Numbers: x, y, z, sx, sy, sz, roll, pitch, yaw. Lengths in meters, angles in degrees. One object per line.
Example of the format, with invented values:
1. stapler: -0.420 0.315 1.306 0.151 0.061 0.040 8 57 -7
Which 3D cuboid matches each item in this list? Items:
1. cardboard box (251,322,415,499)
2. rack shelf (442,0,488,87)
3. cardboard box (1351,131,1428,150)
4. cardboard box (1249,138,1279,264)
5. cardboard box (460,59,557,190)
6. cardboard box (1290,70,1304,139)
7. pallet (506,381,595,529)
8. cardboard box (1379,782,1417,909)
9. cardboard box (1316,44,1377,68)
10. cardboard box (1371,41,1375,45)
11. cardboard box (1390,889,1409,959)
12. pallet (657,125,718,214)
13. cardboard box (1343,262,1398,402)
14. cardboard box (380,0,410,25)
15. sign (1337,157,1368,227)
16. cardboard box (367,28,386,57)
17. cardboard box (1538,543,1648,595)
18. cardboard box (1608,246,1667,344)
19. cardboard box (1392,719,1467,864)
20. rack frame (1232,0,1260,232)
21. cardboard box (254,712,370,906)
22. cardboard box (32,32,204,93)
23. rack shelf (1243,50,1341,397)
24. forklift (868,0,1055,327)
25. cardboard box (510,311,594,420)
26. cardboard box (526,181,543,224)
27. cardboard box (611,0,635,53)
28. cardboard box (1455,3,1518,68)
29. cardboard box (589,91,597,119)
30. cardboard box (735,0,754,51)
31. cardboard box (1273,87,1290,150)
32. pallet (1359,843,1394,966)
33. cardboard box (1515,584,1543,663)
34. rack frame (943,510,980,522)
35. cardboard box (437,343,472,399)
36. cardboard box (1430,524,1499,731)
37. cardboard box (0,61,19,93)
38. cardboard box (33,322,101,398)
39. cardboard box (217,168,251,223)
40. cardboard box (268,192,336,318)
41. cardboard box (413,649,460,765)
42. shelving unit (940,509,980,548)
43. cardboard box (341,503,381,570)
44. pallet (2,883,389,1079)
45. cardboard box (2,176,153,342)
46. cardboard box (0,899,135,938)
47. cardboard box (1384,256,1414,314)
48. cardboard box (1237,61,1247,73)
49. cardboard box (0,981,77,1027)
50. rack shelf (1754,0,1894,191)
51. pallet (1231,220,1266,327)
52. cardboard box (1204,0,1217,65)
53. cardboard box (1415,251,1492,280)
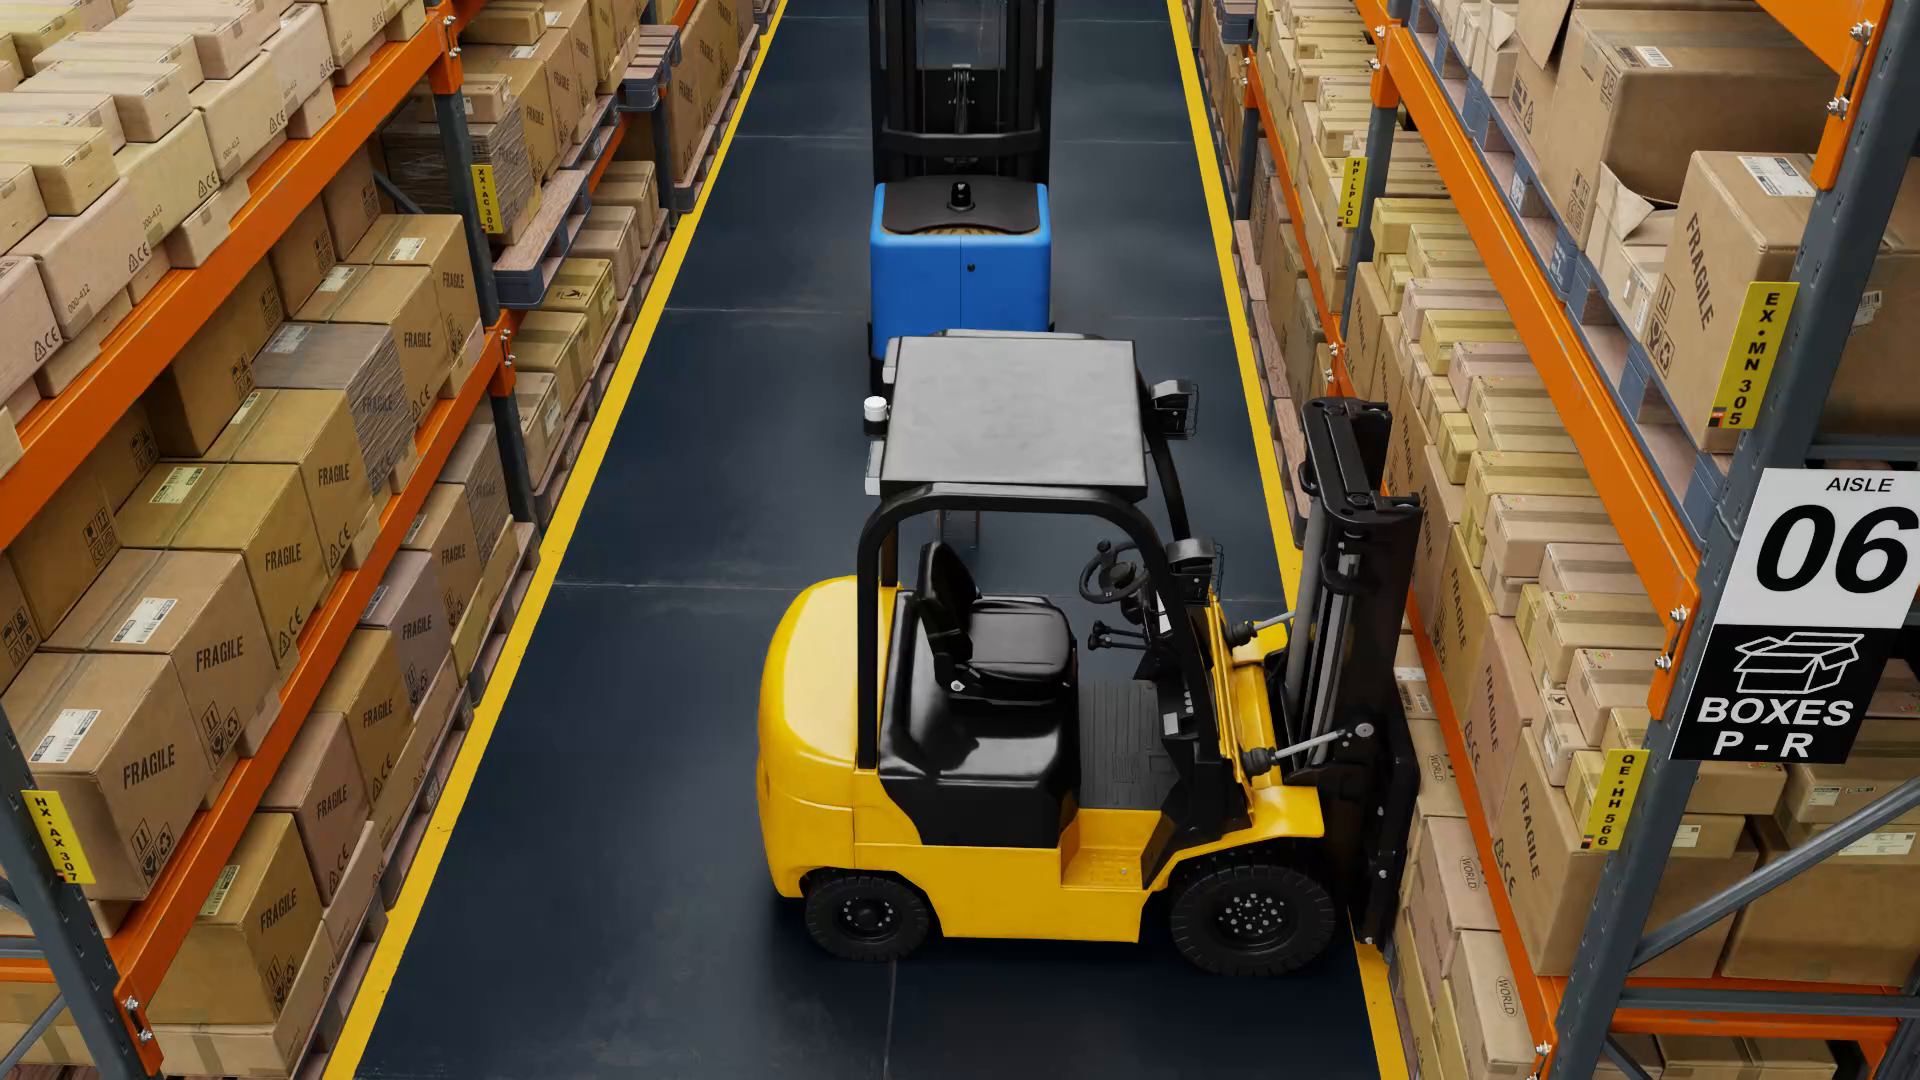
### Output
1. cardboard box: -2.486 -0.502 6.456 0.500 0.500 0.500 2 35 3
2. rack shelf: -2.607 -3.277 8.766 1.077 0.370 4.000 1 35 2
3. cardboard box: 2.120 -1.878 8.108 0.380 0.149 0.250 1 35 2
4. cardboard box: 2.395 -2.223 10.950 0.875 0.625 0.625 2 35 3
5. cardboard box: -2.362 -2.080 8.335 0.500 0.500 0.500 1 35 2
6. cardboard box: 2.116 -2.392 9.187 0.500 0.250 0.500 2 35 3
7. pallet: -2.657 -0.501 9.225 1.003 0.211 1.213 1 35 2
8. cardboard box: 1.850 1.093 6.124 0.500 0.250 0.500 1 35 1
9. cardboard box: 2.171 -2.617 9.160 0.380 0.149 0.250 1 35 2
10. cardboard box: 2.652 -2.678 9.593 0.500 0.250 0.500 1 35 2
11. cardboard box: 1.874 1.319 6.236 0.500 0.250 0.500 2 35 2
12. pallet: -2.419 -2.803 12.501 1.003 0.211 1.213 1 35 2
13. cardboard box: 1.994 -0.874 7.244 0.500 0.500 0.500 0 35 1
14. cardboard box: -2.436 -2.222 6.511 0.500 0.250 0.500 1 35 1
15. sign: 1.730 -1.531 7.327 0.100 0.325 0.005 1 35 2
16. cardboard box: -2.493 -1.988 6.525 0.380 0.149 0.250 2 35 2
17. cardboard box: 1.963 0.142 4.975 0.380 0.149 0.250 2 35 2
18. cardboard box: 1.842 -0.604 4.105 0.380 0.149 0.250 0 35 1
19. cardboard box: 1.844 0.904 5.957 0.500 0.250 0.500 2 35 2
20. rack frame: 2.434 -3.380 10.897 1.000 3.000 0.127 1 35 2
21. cardboard box: -2.522 0.978 6.069 0.500 0.500 0.500 0 35 0
22. cardboard box: -2.537 -1.420 5.024 0.380 0.149 0.250 2 35 3
23. rack shelf: 2.353 -1.937 9.469 1.077 0.370 4.000 1 35 2
24. forklift: 0.013 -2.847 10.197 1.121 2.935 3.031 0 35 0
25. cardboard box: -2.643 -1.006 9.439 0.950 0.372 0.625 3 35 5
26. cardboard box: -2.330 -1.717 8.384 0.380 0.149 0.250 2 35 3
27. cardboard box: -2.276 -3.263 10.018 0.500 0.500 0.500 1 35 1
28. cardboard box: 1.921 -1.727 5.702 0.380 0.149 0.250 2 35 3
29. cardboard box: -2.287 -2.476 9.464 0.380 0.149 0.250 0 35 0
30. cardboard box: -2.310 -4.736 14.308 0.875 0.875 0.875 2 35 3
31. cardboard box: 2.133 -2.485 9.753 0.500 0.250 0.500 0 35 0
32. pallet: 2.153 1.217 6.780 1.003 0.211 1.213 1 35 2
33. cardboard box: 1.920 0.267 5.057 0.380 0.149 0.250 1 35 2
34. rack frame: 0.007 -0.530 8.537 0.200 1.050 0.008 1 35 2
35. cardboard box: -2.398 -0.757 7.382 0.380 0.149 0.250 2 35 3
36. cardboard box: 1.920 0.294 5.582 0.500 0.500 0.500 1 35 1
37. cardboard box: -2.973 -1.278 4.821 0.380 0.149 0.250 0 35 1
38. cardboard box: -2.544 -0.509 4.420 0.380 0.149 0.250 2 35 3
39. cardboard box: -2.492 -1.099 5.261 0.380 0.149 0.250 0 35 1
40. cardboard box: -2.964 -1.226 6.616 0.700 0.500 0.500 2 35 2
41. cardboard box: -2.478 0.702 7.114 0.500 0.250 0.500 2 35 3
42. shelving unit: 0.002 -0.460 8.438 0.215 1.050 0.252 1 35 2
43. cardboard box: -2.447 -0.022 6.336 0.380 0.149 0.250 2 35 2
44. pallet: -2.777 1.735 6.044 1.003 0.211 1.213 1 35 2
45. cardboard box: -2.531 -0.756 4.426 0.500 0.250 0.500 1 35 1
46. cardboard box: -2.627 1.016 4.860 0.380 0.149 0.250 1 35 2
47. cardboard box: 1.988 -1.063 6.948 0.380 0.149 0.250 2 35 3
48. cardboard box: 2.235 -3.392 12.159 0.380 0.149 0.250 0 35 0
49. cardboard box: -3.076 1.283 5.635 0.500 0.500 0.500 2 35 2
50. rack shelf: 2.193 -1.930 4.589 1.077 0.370 4.000 1 35 2
51. pallet: 2.362 -1.768 11.027 1.003 0.211 1.213 1 35 2
52. cardboard box: 2.338 -4.249 13.941 0.500 0.500 0.500 1 35 1
53. cardboard box: 2.042 -1.035 6.650 0.380 0.149 0.250 1 35 1
